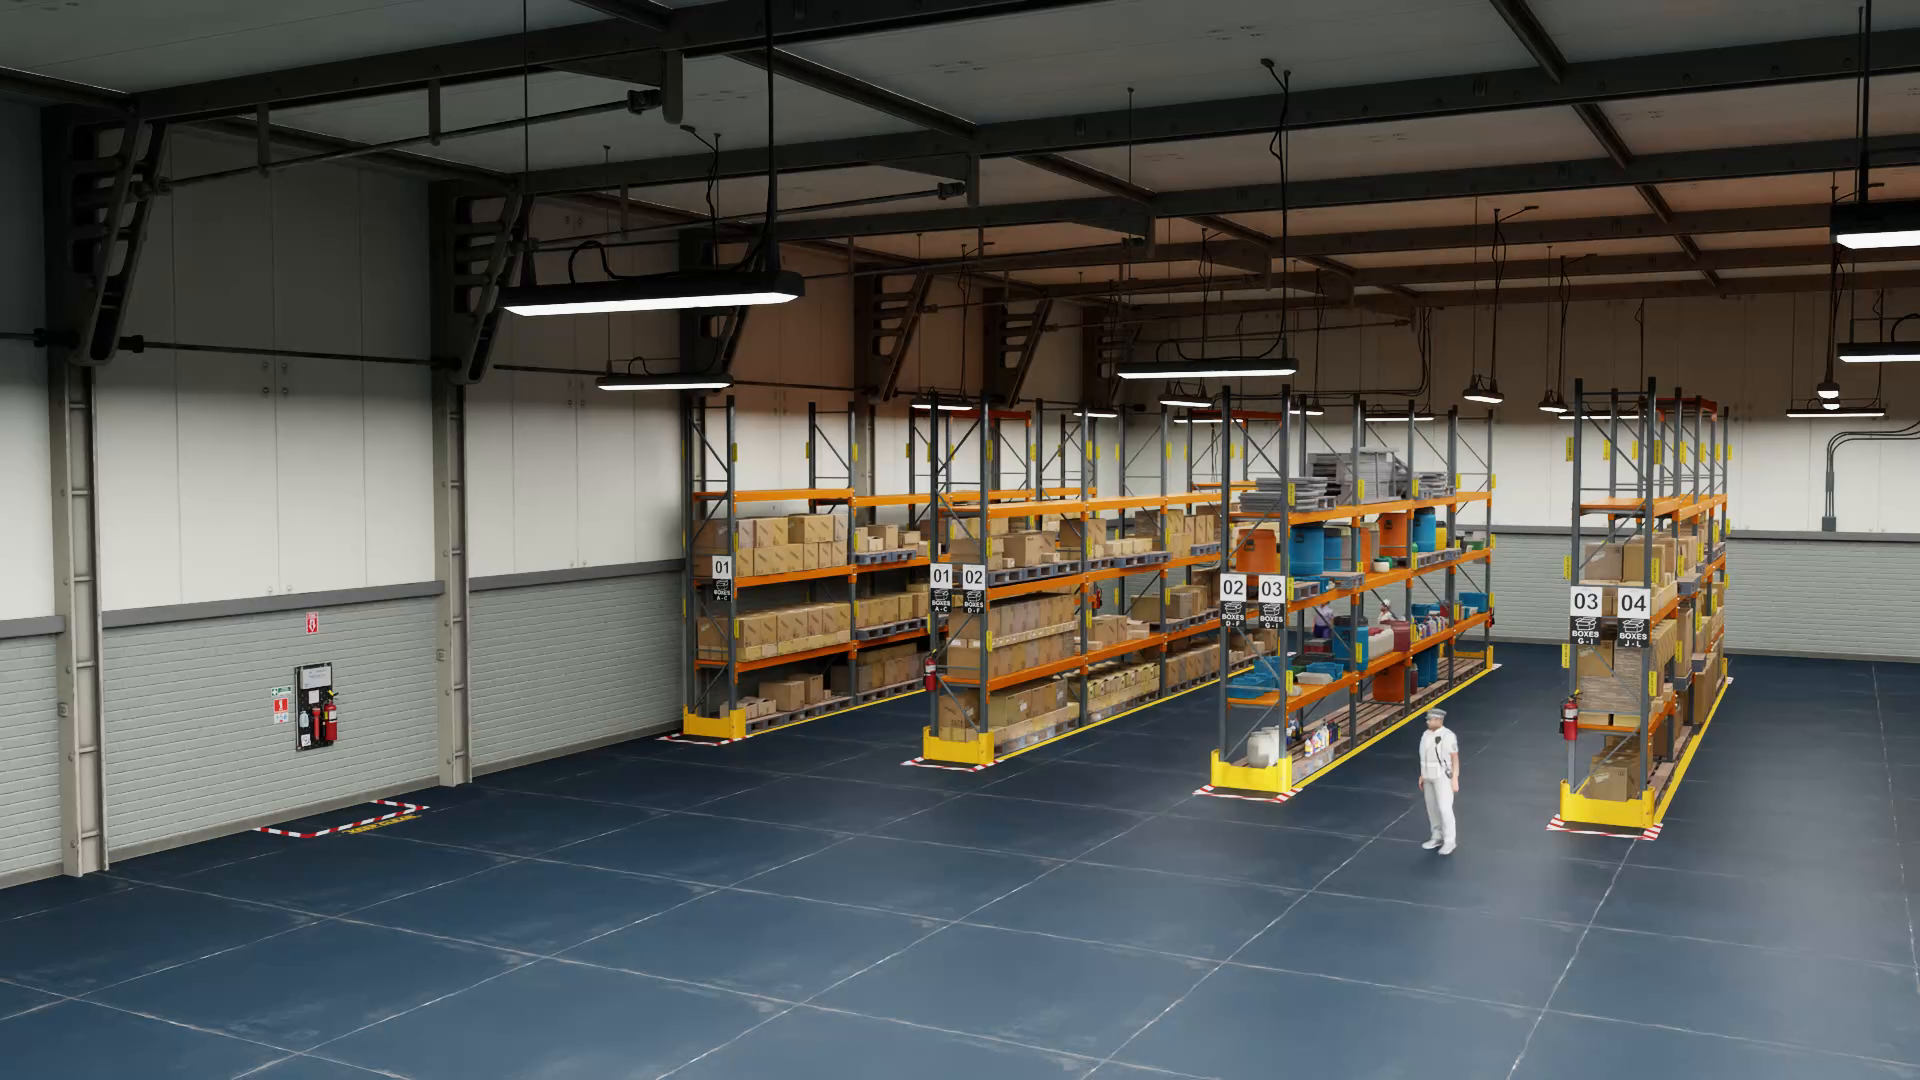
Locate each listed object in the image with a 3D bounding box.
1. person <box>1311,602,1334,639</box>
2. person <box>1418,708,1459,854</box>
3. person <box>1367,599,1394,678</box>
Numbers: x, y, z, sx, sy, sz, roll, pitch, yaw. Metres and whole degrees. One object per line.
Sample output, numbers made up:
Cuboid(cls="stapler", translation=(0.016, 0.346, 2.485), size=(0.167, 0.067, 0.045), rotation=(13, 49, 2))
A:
Cuboid(cls="person", translation=(8.589, 2.144, 39.350), size=(0.538, 1.588, 0.976), rotation=(1, 3, 18))
Cuboid(cls="person", translation=(6.035, 3.031, 21.034), size=(0.415, 1.813, 0.601), rotation=(-2, 3, -29))
Cuboid(cls="person", translation=(9.432, 2.192, 36.966), size=(1.076, 1.745, 0.552), rotation=(-2, 4, -35))
